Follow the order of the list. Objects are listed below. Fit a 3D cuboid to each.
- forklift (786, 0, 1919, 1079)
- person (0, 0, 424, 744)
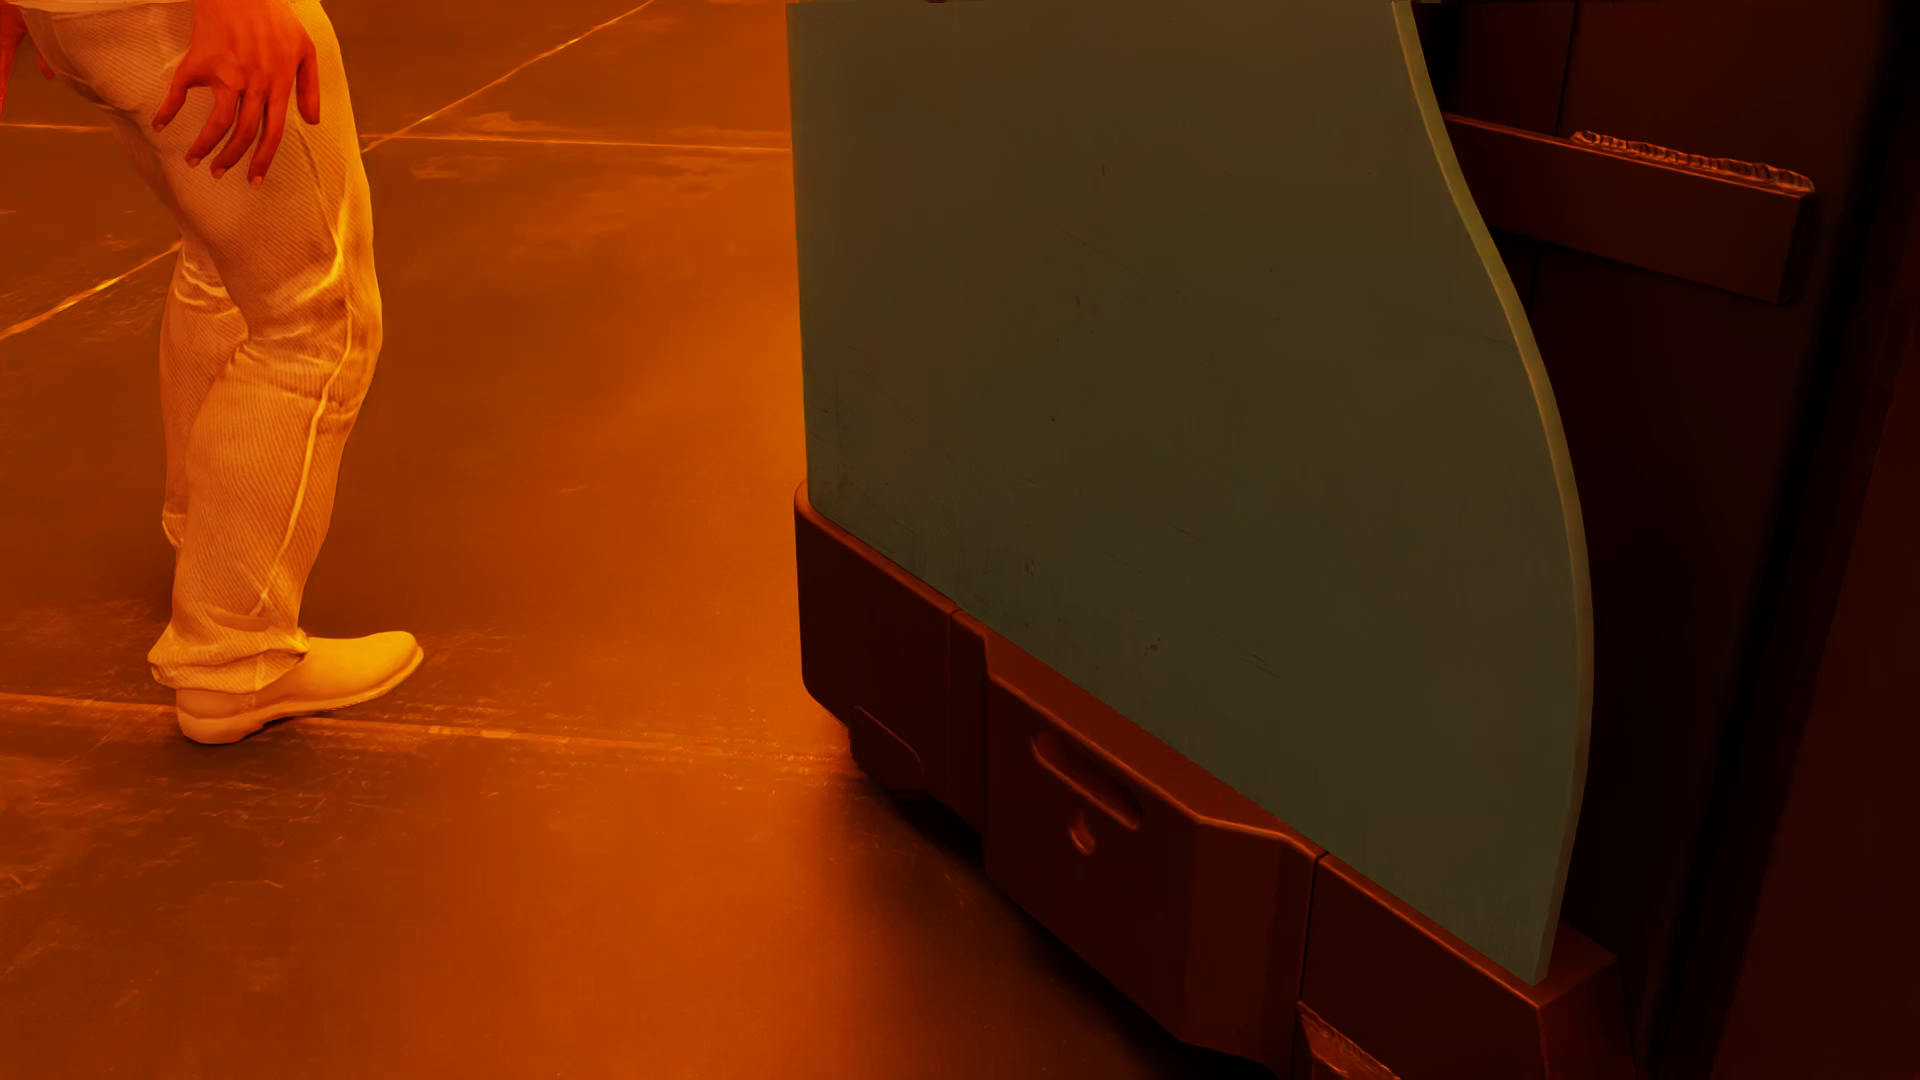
[{"bbox_3d":[1.083,-0.688,0.596,1.130,2.935,3.031,-18,32,-32],"label":"forklift"},{"bbox_3d":[-0.869,-0.635,1.858,0.471,1.733,0.893,-23,34,-38],"label":"person"}]
